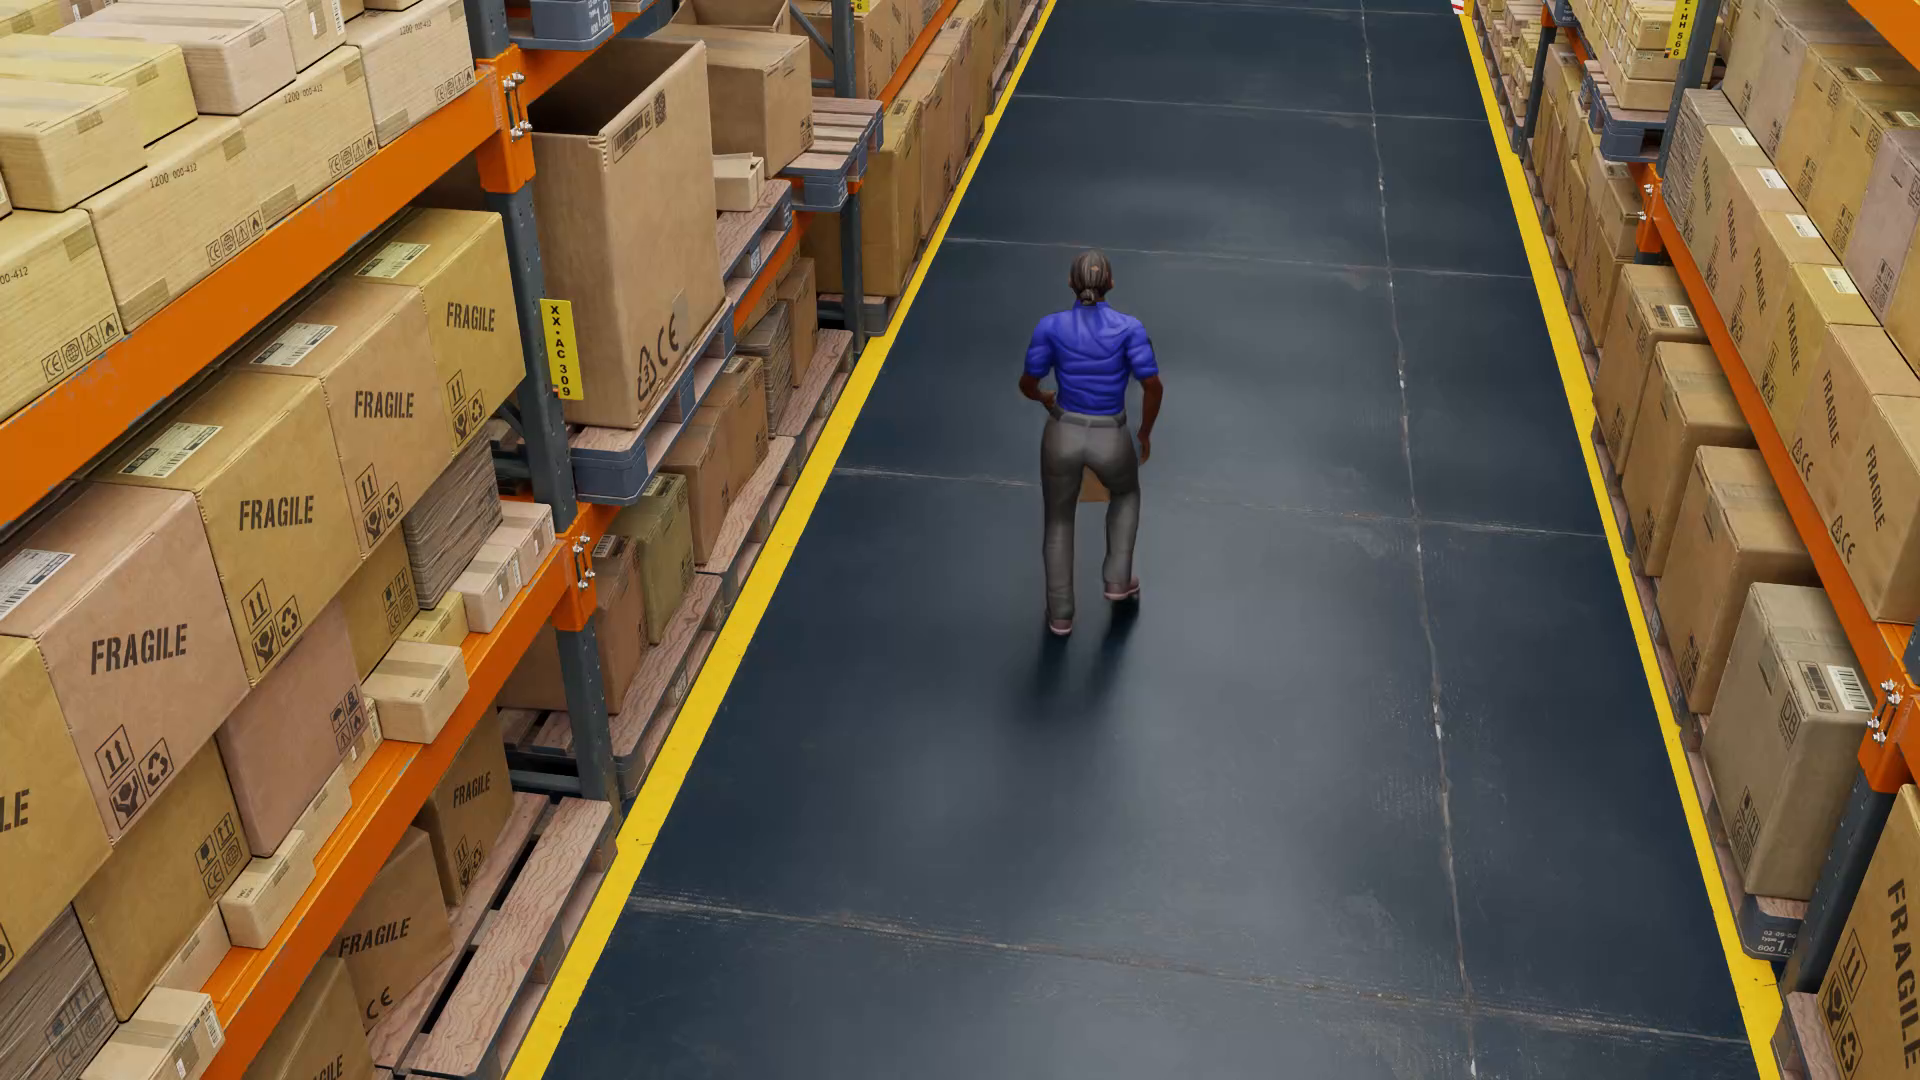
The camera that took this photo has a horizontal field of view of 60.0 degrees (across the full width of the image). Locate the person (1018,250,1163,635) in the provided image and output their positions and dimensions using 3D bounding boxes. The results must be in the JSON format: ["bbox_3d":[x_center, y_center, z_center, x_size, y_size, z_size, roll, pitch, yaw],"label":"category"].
[{"bbox_3d":[0.525,-0.413,6.841,0.582,1.596,0.590,3,33,5],"label":"person"}]
